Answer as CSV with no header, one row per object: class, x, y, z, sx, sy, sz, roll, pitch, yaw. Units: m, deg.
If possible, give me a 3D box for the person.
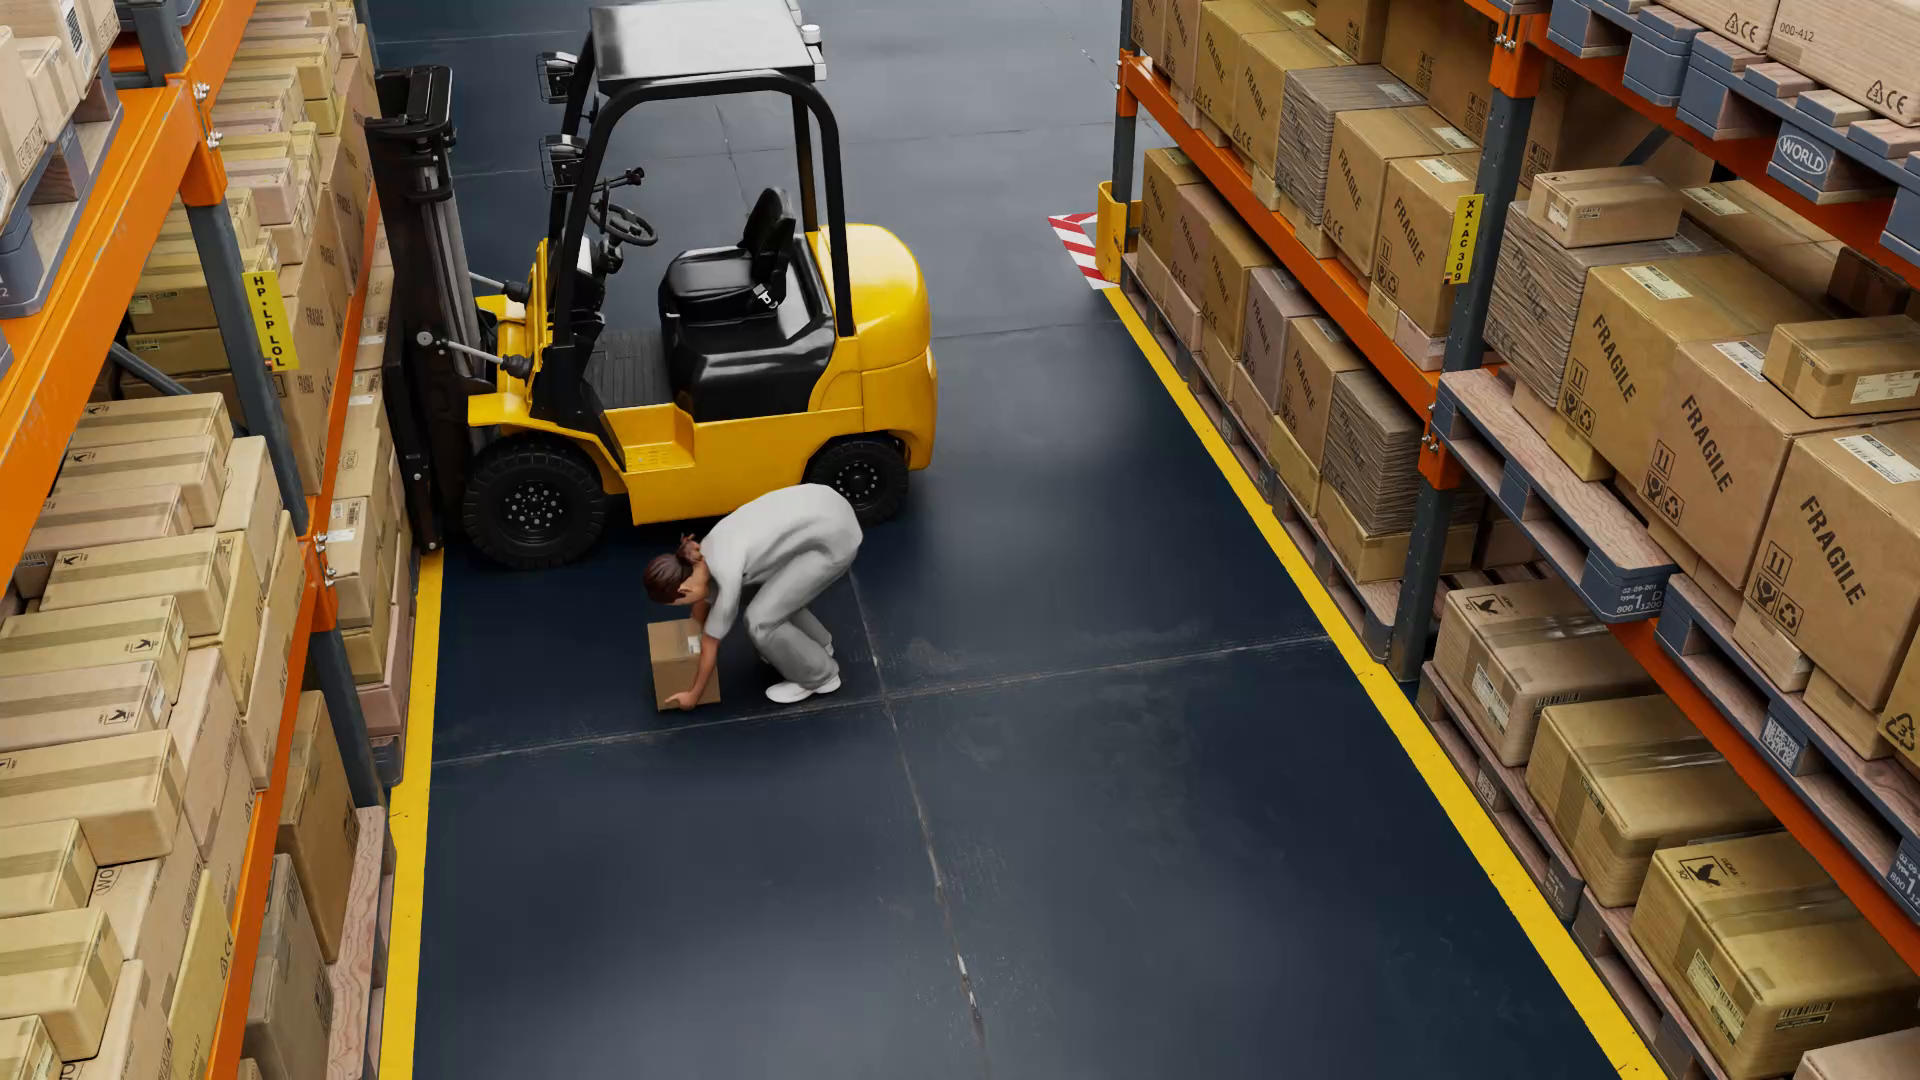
person,-0.802,0.225,6.543,0.852,0.852,0.476,-9,35,-13
